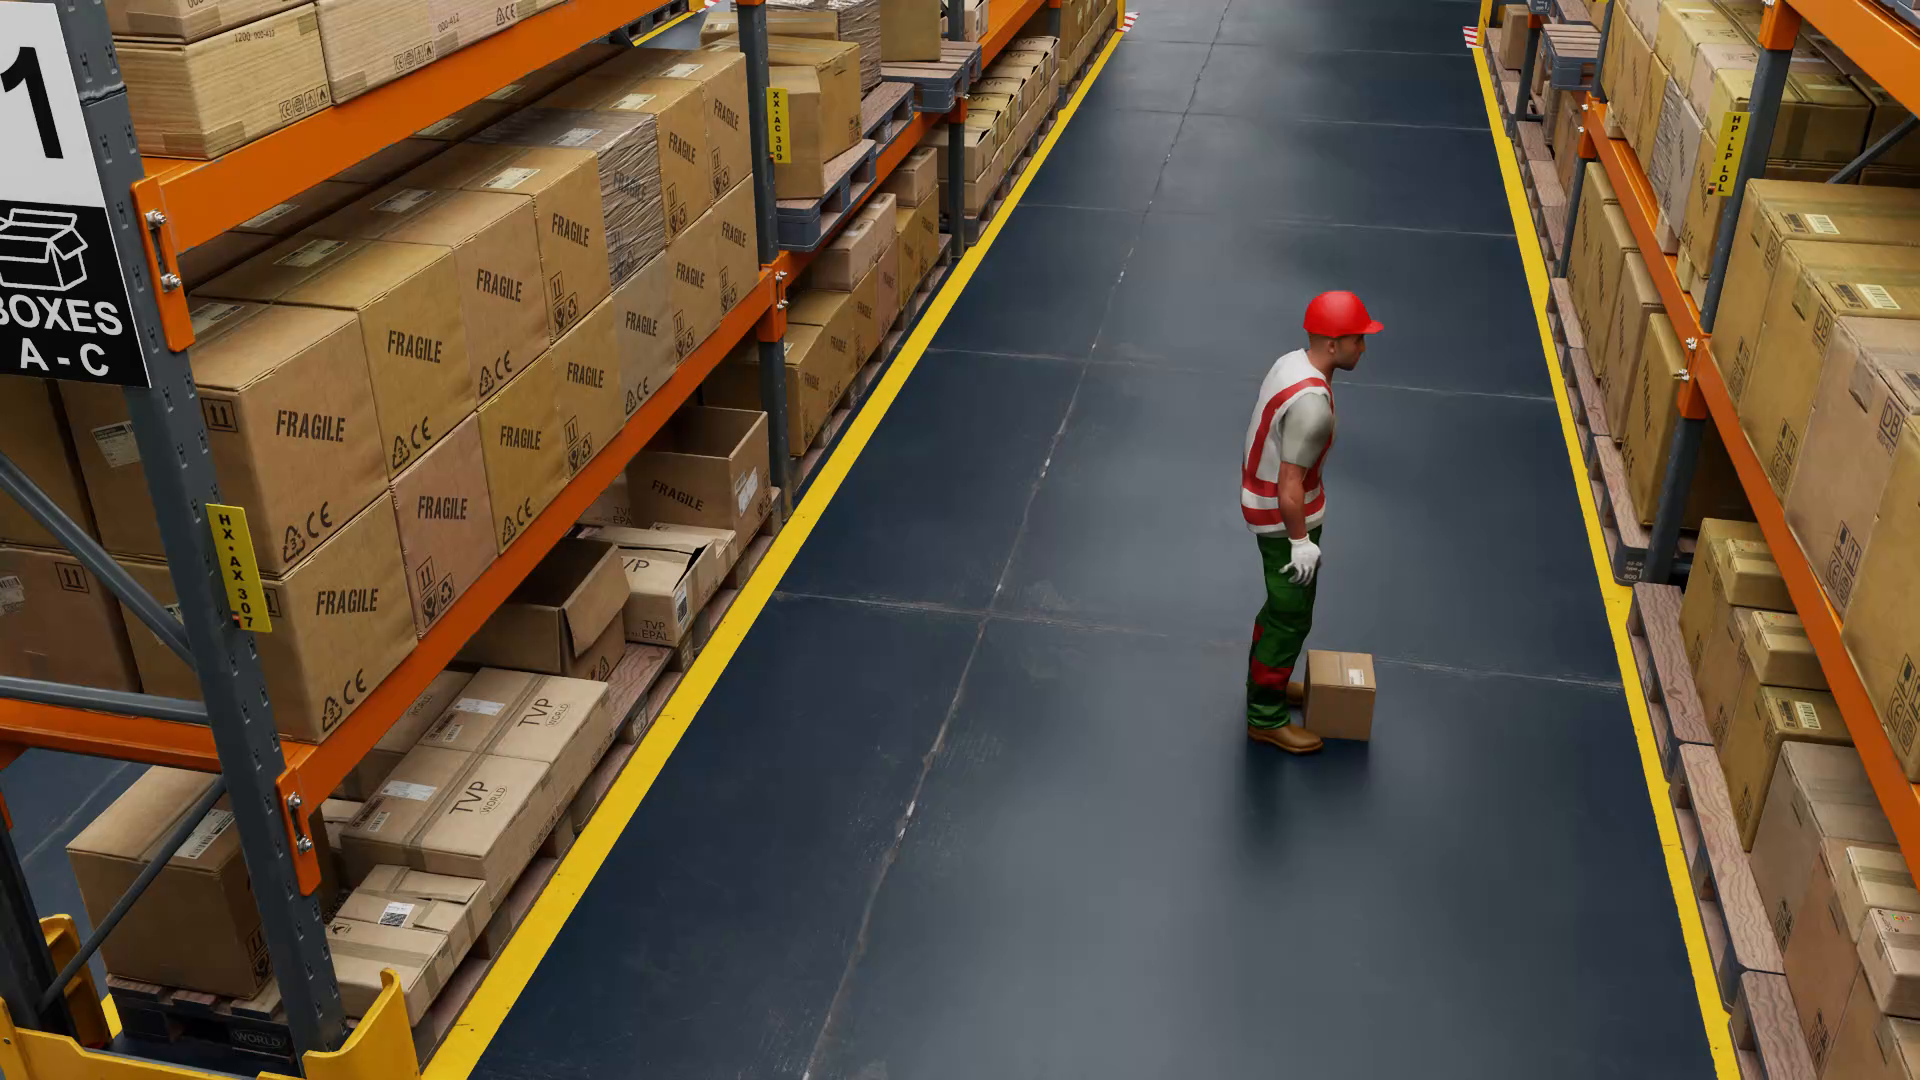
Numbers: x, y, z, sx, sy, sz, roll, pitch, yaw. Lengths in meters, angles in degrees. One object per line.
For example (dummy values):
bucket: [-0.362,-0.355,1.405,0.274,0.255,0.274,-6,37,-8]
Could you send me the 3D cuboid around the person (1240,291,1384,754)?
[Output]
person: [1.275,-0.083,6.262,0.452,1.777,0.610,4,29,8]
